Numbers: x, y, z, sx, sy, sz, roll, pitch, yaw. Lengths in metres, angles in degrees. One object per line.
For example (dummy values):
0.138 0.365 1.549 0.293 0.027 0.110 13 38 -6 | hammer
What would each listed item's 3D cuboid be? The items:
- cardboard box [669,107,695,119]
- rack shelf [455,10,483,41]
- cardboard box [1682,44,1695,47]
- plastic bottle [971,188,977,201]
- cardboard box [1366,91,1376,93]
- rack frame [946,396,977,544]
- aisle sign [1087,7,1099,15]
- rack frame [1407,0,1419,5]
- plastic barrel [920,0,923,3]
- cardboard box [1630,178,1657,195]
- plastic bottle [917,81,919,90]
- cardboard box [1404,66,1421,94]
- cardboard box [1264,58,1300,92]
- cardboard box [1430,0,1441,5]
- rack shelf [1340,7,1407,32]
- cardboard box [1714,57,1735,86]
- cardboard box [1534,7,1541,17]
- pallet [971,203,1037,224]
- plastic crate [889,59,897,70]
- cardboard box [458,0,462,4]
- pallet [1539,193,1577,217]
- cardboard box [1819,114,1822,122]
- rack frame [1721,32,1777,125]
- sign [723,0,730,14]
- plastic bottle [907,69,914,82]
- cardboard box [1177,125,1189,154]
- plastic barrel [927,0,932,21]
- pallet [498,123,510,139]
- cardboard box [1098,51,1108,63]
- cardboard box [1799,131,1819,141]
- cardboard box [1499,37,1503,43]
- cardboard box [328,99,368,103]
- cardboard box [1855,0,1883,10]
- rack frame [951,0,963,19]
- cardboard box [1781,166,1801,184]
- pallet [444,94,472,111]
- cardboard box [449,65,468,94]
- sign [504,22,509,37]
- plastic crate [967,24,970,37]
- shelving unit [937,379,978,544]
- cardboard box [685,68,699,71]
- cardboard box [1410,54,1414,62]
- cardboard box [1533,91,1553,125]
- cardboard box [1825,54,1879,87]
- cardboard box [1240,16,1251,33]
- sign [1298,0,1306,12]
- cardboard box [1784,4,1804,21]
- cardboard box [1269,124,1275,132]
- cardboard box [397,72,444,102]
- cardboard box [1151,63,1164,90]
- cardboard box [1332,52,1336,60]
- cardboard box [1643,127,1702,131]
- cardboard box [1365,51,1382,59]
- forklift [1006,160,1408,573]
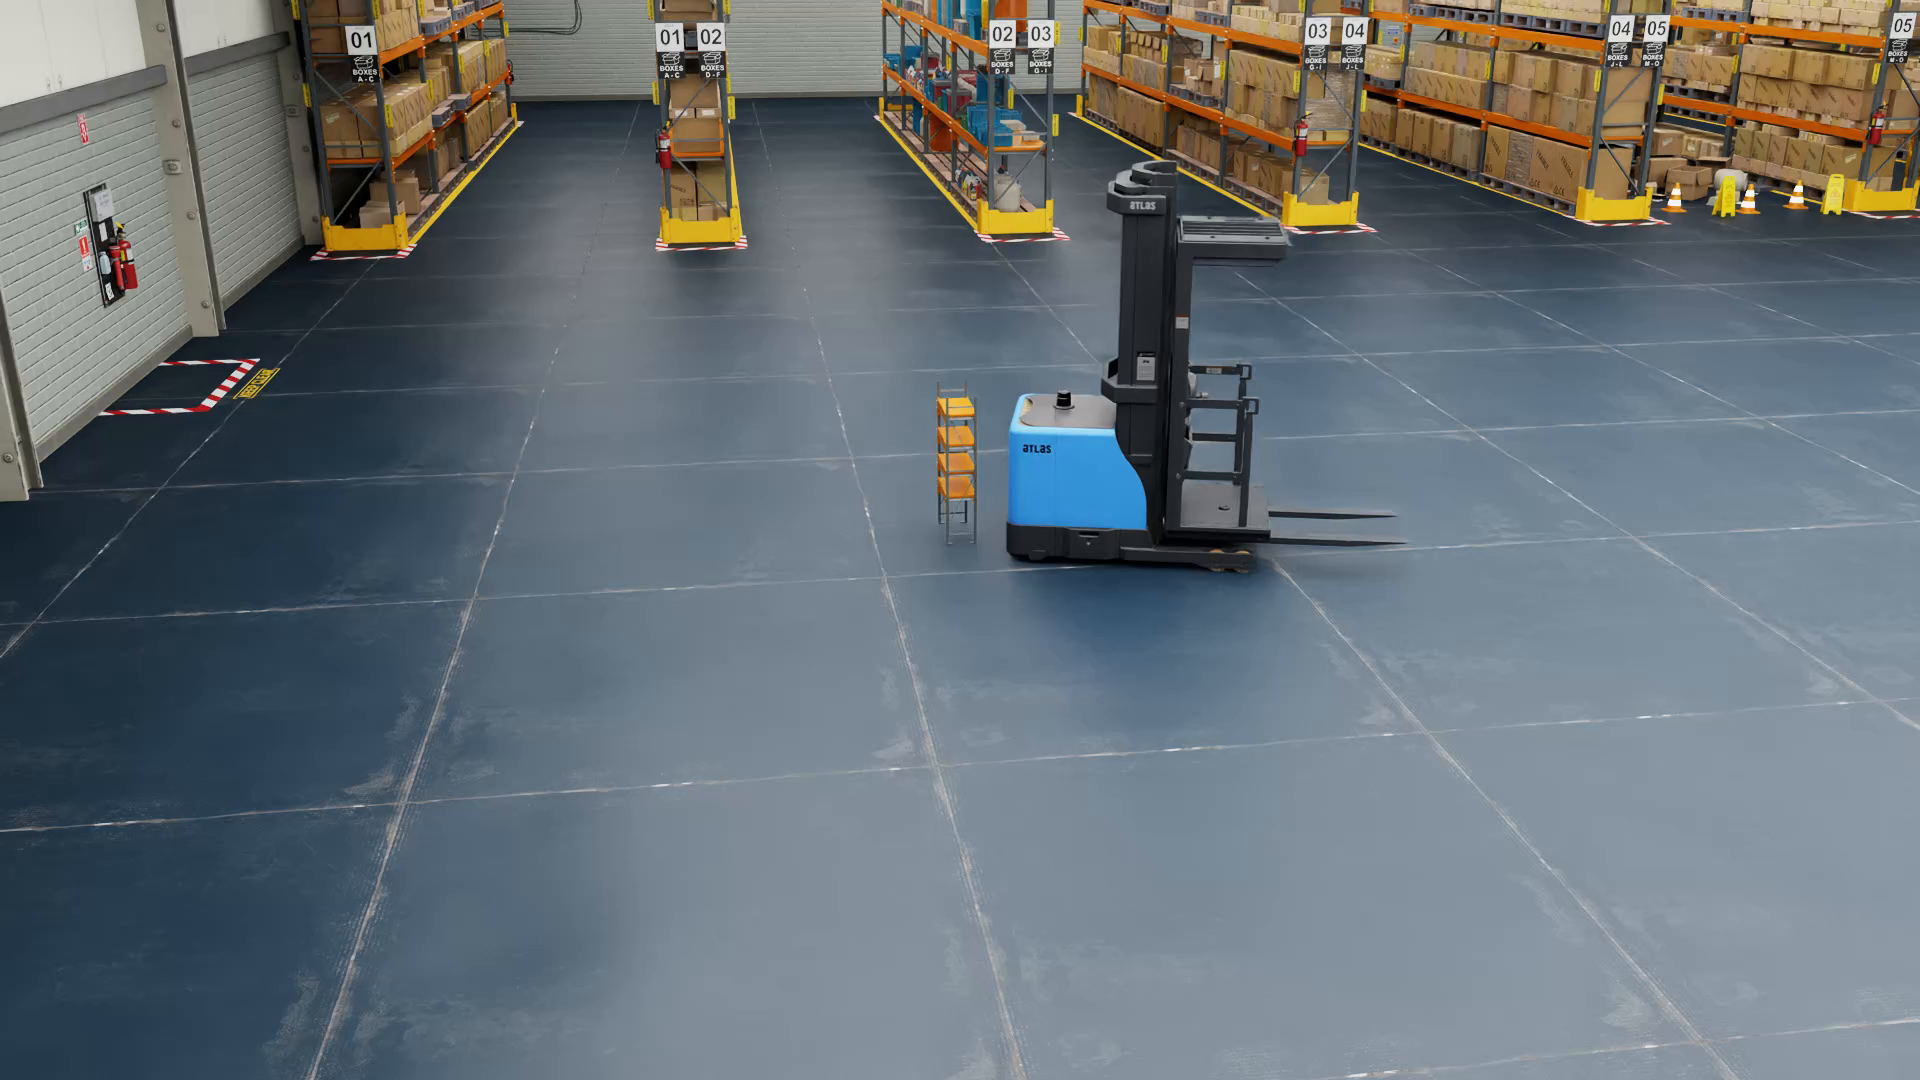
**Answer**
-4.220 -6.484 25.219 0.380 0.149 0.250 -3 21 -9 | cardboard box
-10.319 -10.290 33.220 1.077 0.370 4.000 -3 21 -8 | rack shelf
18.281 -12.172 41.309 0.500 0.250 0.500 -3 21 -9 | cardboard box
0.227 -5.768 27.743 0.097 0.201 0.097 0 20 0 | plastic bottle
9.378 -10.011 37.632 0.500 0.250 0.500 -3 21 -9 | cardboard box
0.011 -0.535 12.933 0.240 1.200 0.015 -3 21 -8 | rack frame
3.213 -13.276 40.759 0.394 0.787 0.004 -3 21 -8 | aisle sign
9.597 -12.304 33.298 1.000 3.000 0.127 -3 21 -8 | rack frame
-0.632 -11.301 34.104 0.433 0.535 0.433 0 20 0 | plastic barrel
12.244 -6.326 29.773 0.396 0.266 0.258 1 20 2 | cardboard box
-0.838 -9.411 34.410 0.097 0.201 0.097 0 20 0 | plastic bottle
9.394 -9.371 33.878 0.500 0.500 0.500 -3 21 -7 | cardboard box
5.356 -7.687 27.514 0.500 0.500 0.500 -3 21 -8 | cardboard box
9.556 -10.637 32.593 0.500 0.250 0.500 -2 21 -6 | cardboard box
9.308 -11.254 35.803 1.077 0.370 4.000 -3 21 -8 | rack shelf
14.763 -8.925 31.656 0.500 0.500 0.500 -3 21 -9 | cardboard box
10.075 -9.056 28.504 0.380 0.149 0.250 -3 21 -8 | cardboard box
0.757 -5.258 26.992 1.003 0.211 1.213 -3 21 -8 | pallet
-1.438 -11.086 38.765 0.416 0.233 0.300 -3 21 -8 | plastic crate
-10.445 -11.072 33.516 0.700 0.500 0.500 -3 21 -9 | cardboard box
10.557 -5.690 28.150 1.003 0.211 1.213 -3 21 -8 | pallet
15.241 -7.365 29.007 0.380 0.149 0.250 -3 21 -7 | cardboard box
18.815 -11.415 39.492 1.000 3.000 0.127 -3 21 -8 | rack frame
-3.426 -7.888 24.399 0.100 0.325 0.005 -3 21 -8 | sign
-1.061 -10.049 36.013 0.152 0.276 0.135 -3 21 -8 | plastic bottle
4.790 -8.083 33.514 0.700 0.500 0.500 -4 21 -11 | cardboard box
-0.324 -10.373 31.700 0.600 0.901 0.600 0 20 0 | plastic barrel
-10.819 -9.298 37.810 1.003 0.211 1.213 -3 21 -8 | pallet
3.554 -11.403 39.250 0.500 0.250 0.500 -3 21 -9 | cardboard box
15.071 -7.139 29.373 0.380 0.149 0.250 -2 21 -5 | cardboard box
13.351 -12.354 40.433 0.500 0.500 0.500 -3 21 -8 | cardboard box
-9.219 -6.377 25.117 0.500 0.500 0.500 -3 21 -7 | cardboard box
15.239 -8.950 27.825 0.380 0.149 0.250 -3 21 -8 | cardboard box
0.349 -10.454 28.345 1.000 3.000 0.127 -3 21 -8 | rack frame
15.103 -6.544 29.780 0.500 0.250 0.500 -4 21 -10 | cardboard box
-9.823 -8.198 31.152 1.213 0.211 1.003 -3 21 -8 | pallet
-9.848 -8.906 32.177 0.500 0.500 0.500 -2 21 -6 | cardboard box
-10.645 -11.975 38.997 0.100 0.325 0.005 -3 21 -8 | sign
0.307 -8.390 27.407 0.336 0.188 0.450 -3 21 -8 | plastic crate
-0.024 -0.619 13.160 0.258 1.200 0.503 -3 21 -8 | shelving unit
-4.120 -7.027 25.747 0.700 0.500 0.500 -3 21 -9 | cardboard box
9.680 -10.114 34.917 0.380 0.149 0.250 -3 21 -9 | cardboard box
10.477 -7.491 28.772 0.875 0.550 0.500 -3 21 -8 | cardboard box
15.278 -8.005 28.363 0.700 0.500 0.500 -3 21 -7 | cardboard box
5.143 -8.877 28.623 0.500 0.250 0.500 -3 21 -8 | cardboard box
5.275 -8.308 25.619 0.100 0.325 0.005 -3 21 -8 | sign
14.992 -9.349 29.463 0.500 0.250 0.500 -3 21 -7 | cardboard box
5.385 -6.911 27.792 0.380 0.149 0.250 -3 21 -8 | cardboard box
-9.752 -8.189 30.084 0.700 0.500 0.500 -3 21 -8 | cardboard box
4.292 -9.657 34.641 0.500 0.500 0.500 -3 21 -8 | cardboard box
8.622 -10.937 37.547 0.380 0.149 0.250 -3 21 -7 | cardboard box
14.666 -8.293 34.288 0.950 0.372 0.625 -3 21 -9 | cardboard box
8.888 -10.446 35.805 0.380 0.149 0.250 -2 21 -5 | cardboard box
1.908 -1.321 12.564 3.031 2.935 1.130 2 21 6 | forklift
